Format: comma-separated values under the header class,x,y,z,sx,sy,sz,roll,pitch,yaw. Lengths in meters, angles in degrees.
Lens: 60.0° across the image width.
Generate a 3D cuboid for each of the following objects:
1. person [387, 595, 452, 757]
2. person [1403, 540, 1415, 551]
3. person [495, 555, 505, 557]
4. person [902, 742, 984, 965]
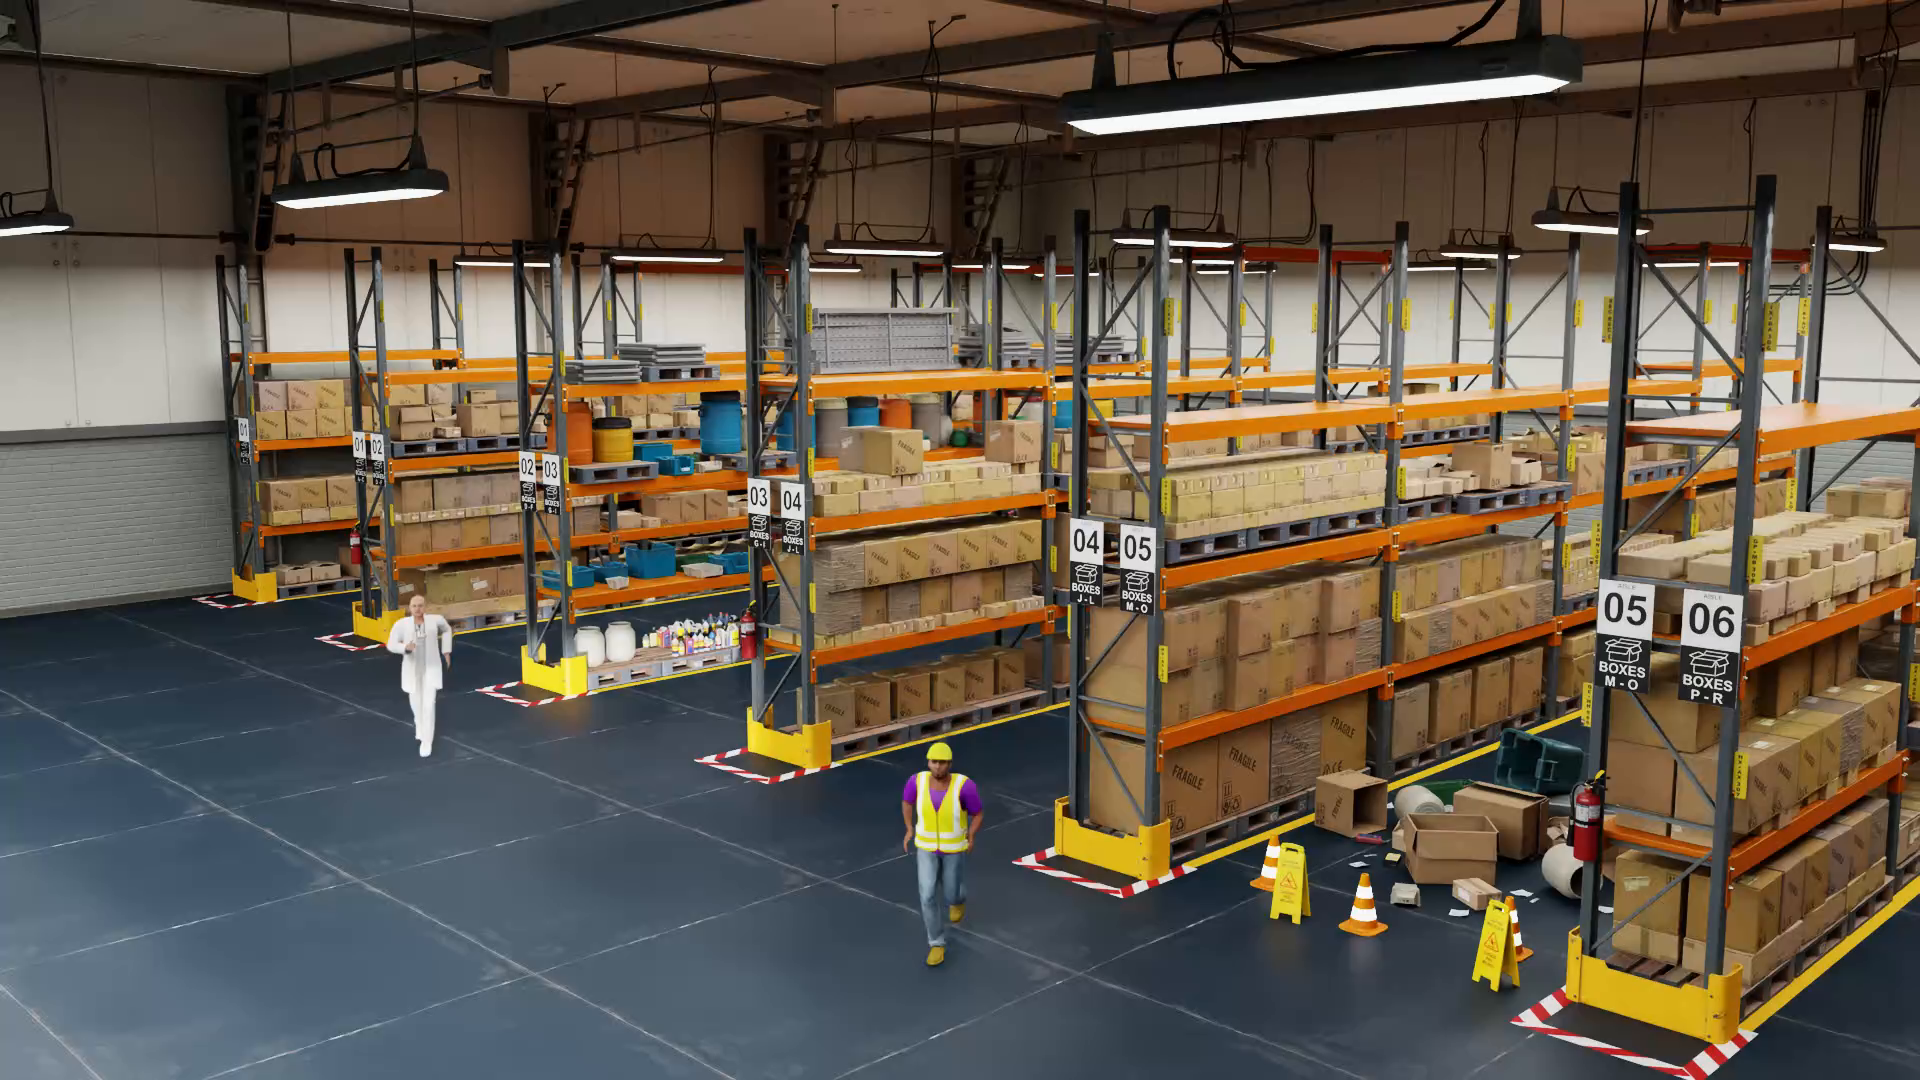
class,x,y,z,sx,sy,sz,roll,pitch,yaw
person,-6.274,1.523,19.356,0.690,1.797,1.033,-2,8,-13
person,6.682,0.825,24.934,0.546,1.719,0.755,5,10,34
person,-8.047,0.193,29.221,0.635,1.770,0.756,7,11,42
person,-0.142,2.437,13.337,0.682,1.735,0.845,1,8,9
